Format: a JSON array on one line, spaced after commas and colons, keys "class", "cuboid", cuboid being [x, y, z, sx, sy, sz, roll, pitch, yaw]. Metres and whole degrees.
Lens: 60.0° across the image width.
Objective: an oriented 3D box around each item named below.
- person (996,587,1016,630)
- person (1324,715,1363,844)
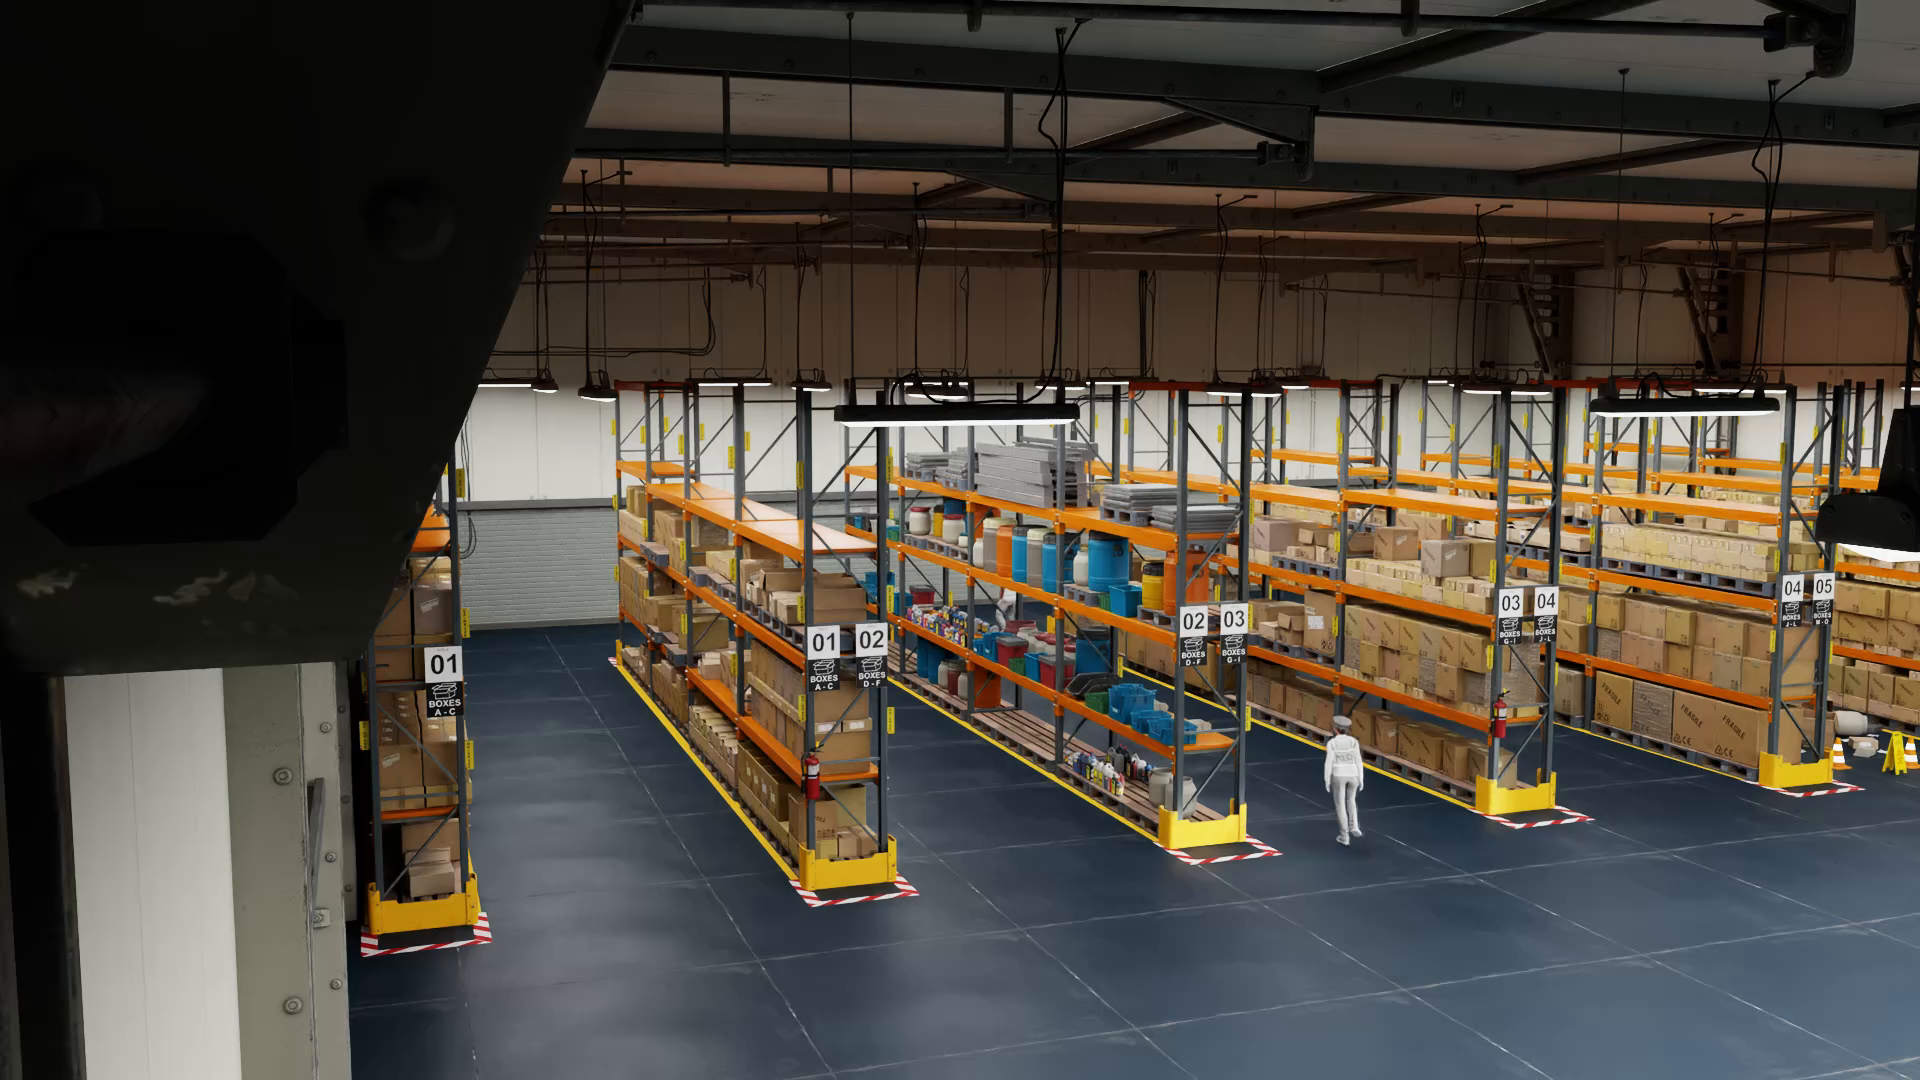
[{"class": "person", "cuboid": [1.112, 1.401, 38.317, 0.741, 1.789, 0.472, -5, 8, -42]}, {"class": "person", "cuboid": [5.067, 3.173, 21.999, 0.515, 1.662, 0.436, -1, 6, -6]}]
